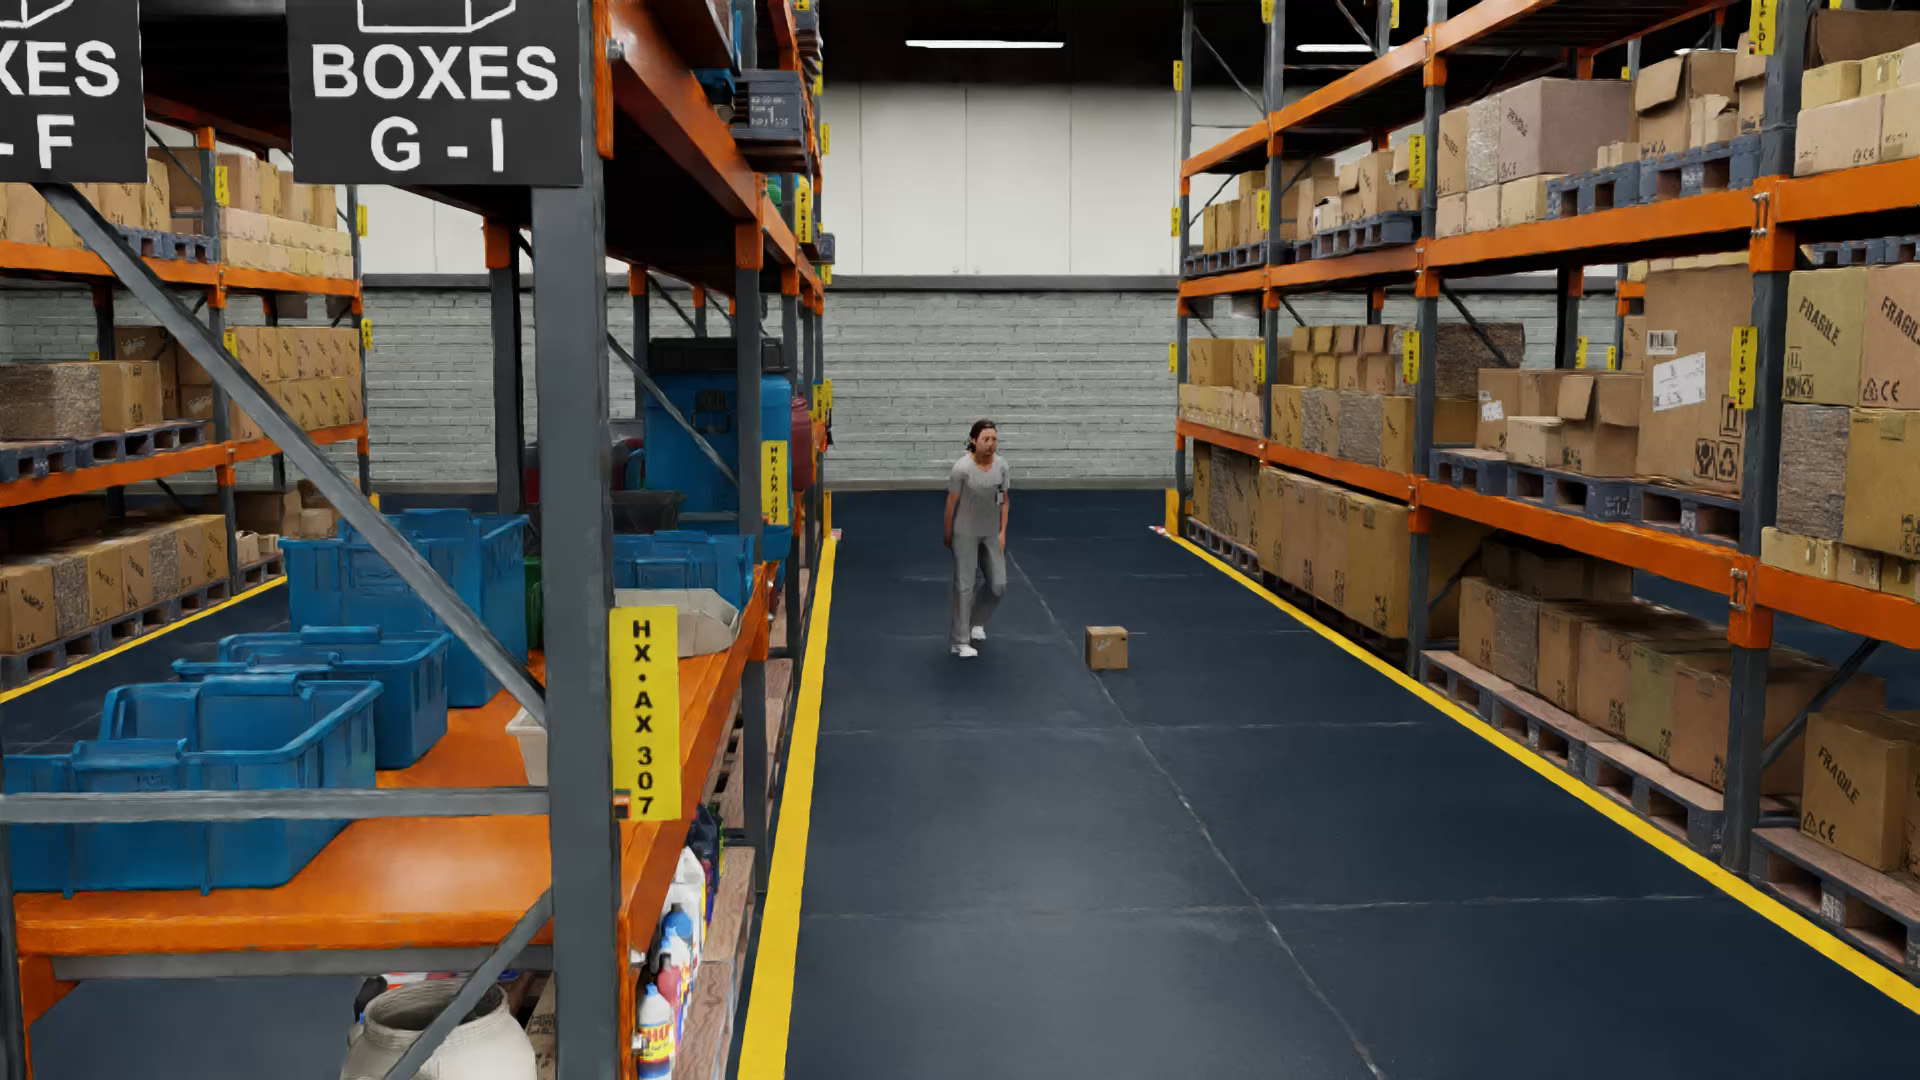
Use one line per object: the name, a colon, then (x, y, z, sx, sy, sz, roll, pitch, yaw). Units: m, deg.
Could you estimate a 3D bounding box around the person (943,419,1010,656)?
person: (0.098, -0.026, 11.575, 0.452, 1.650, 0.615, -3, 8, -24)
